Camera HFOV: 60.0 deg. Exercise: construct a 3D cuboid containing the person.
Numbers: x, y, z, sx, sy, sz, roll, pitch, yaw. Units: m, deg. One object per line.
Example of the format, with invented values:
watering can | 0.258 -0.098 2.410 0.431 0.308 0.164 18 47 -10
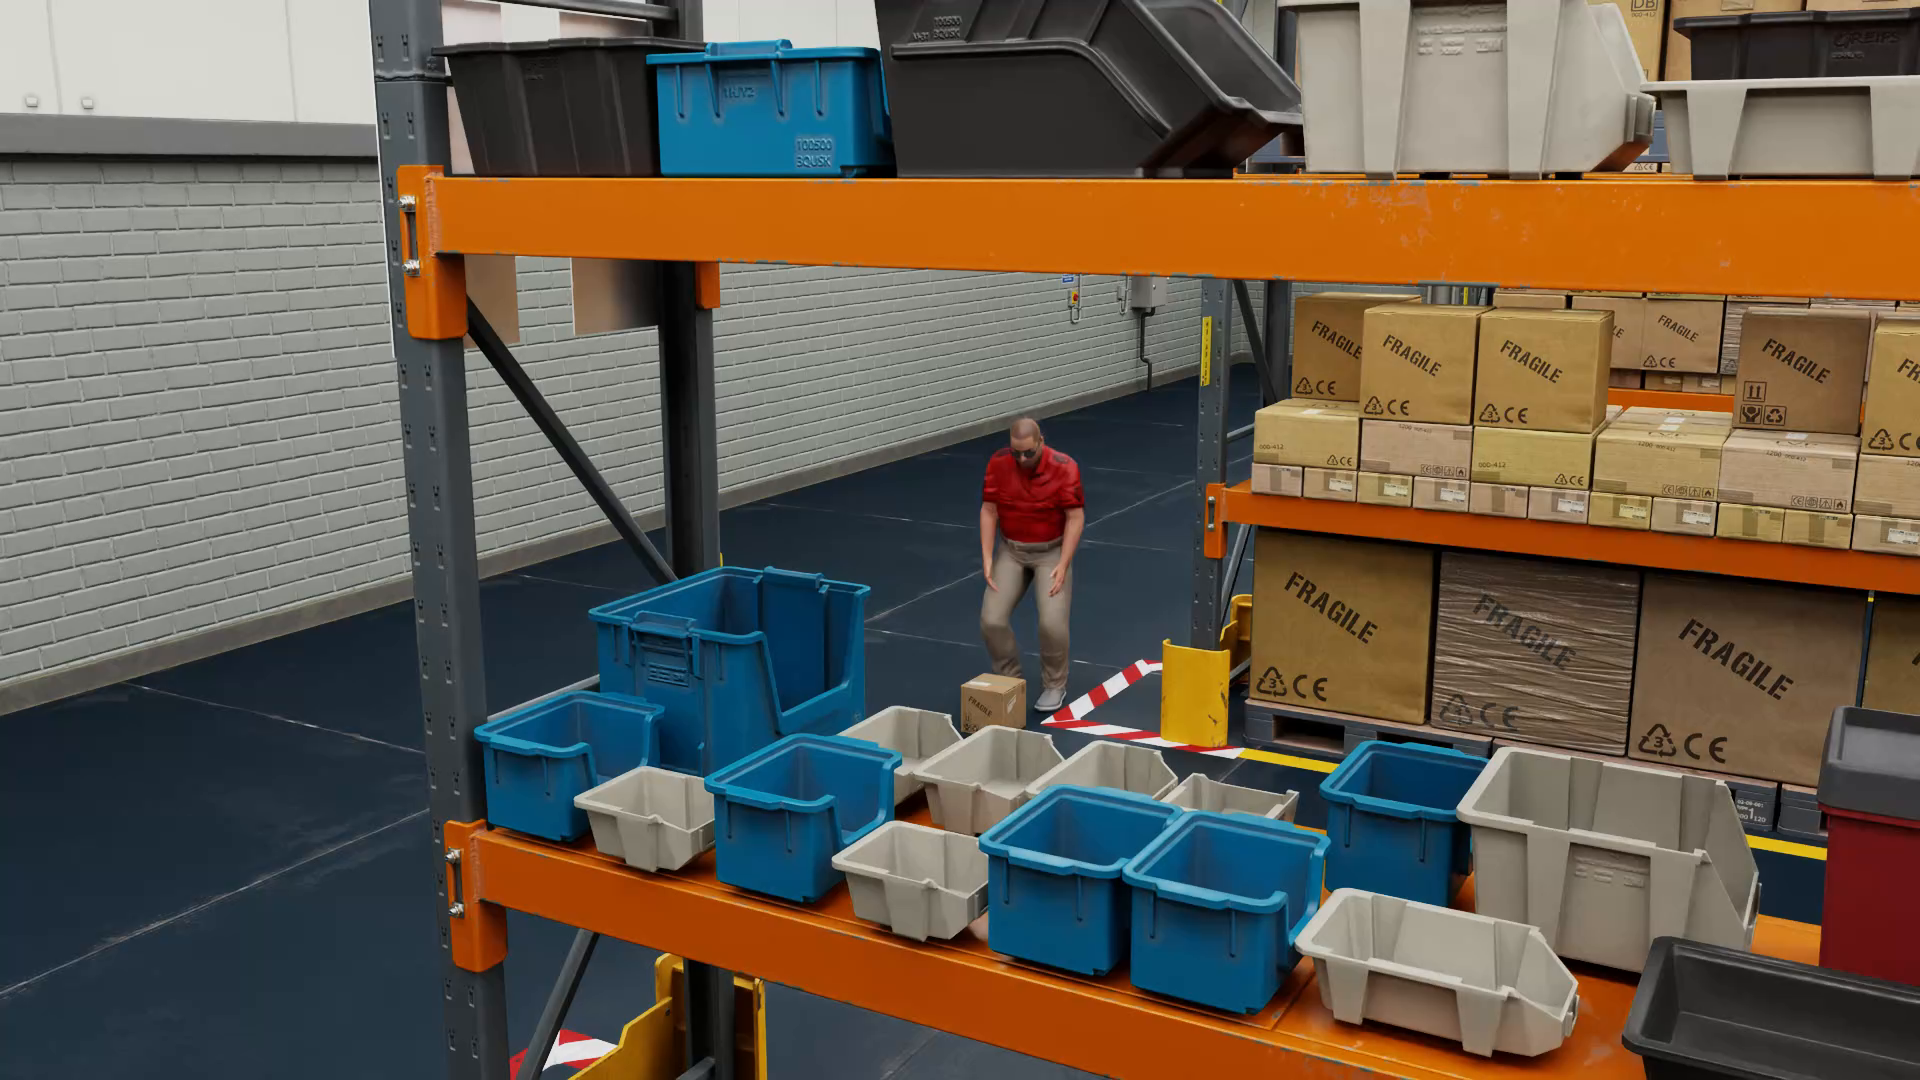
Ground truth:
person | 0.395 0.113 8.857 0.578 1.588 0.550 5 14 22
